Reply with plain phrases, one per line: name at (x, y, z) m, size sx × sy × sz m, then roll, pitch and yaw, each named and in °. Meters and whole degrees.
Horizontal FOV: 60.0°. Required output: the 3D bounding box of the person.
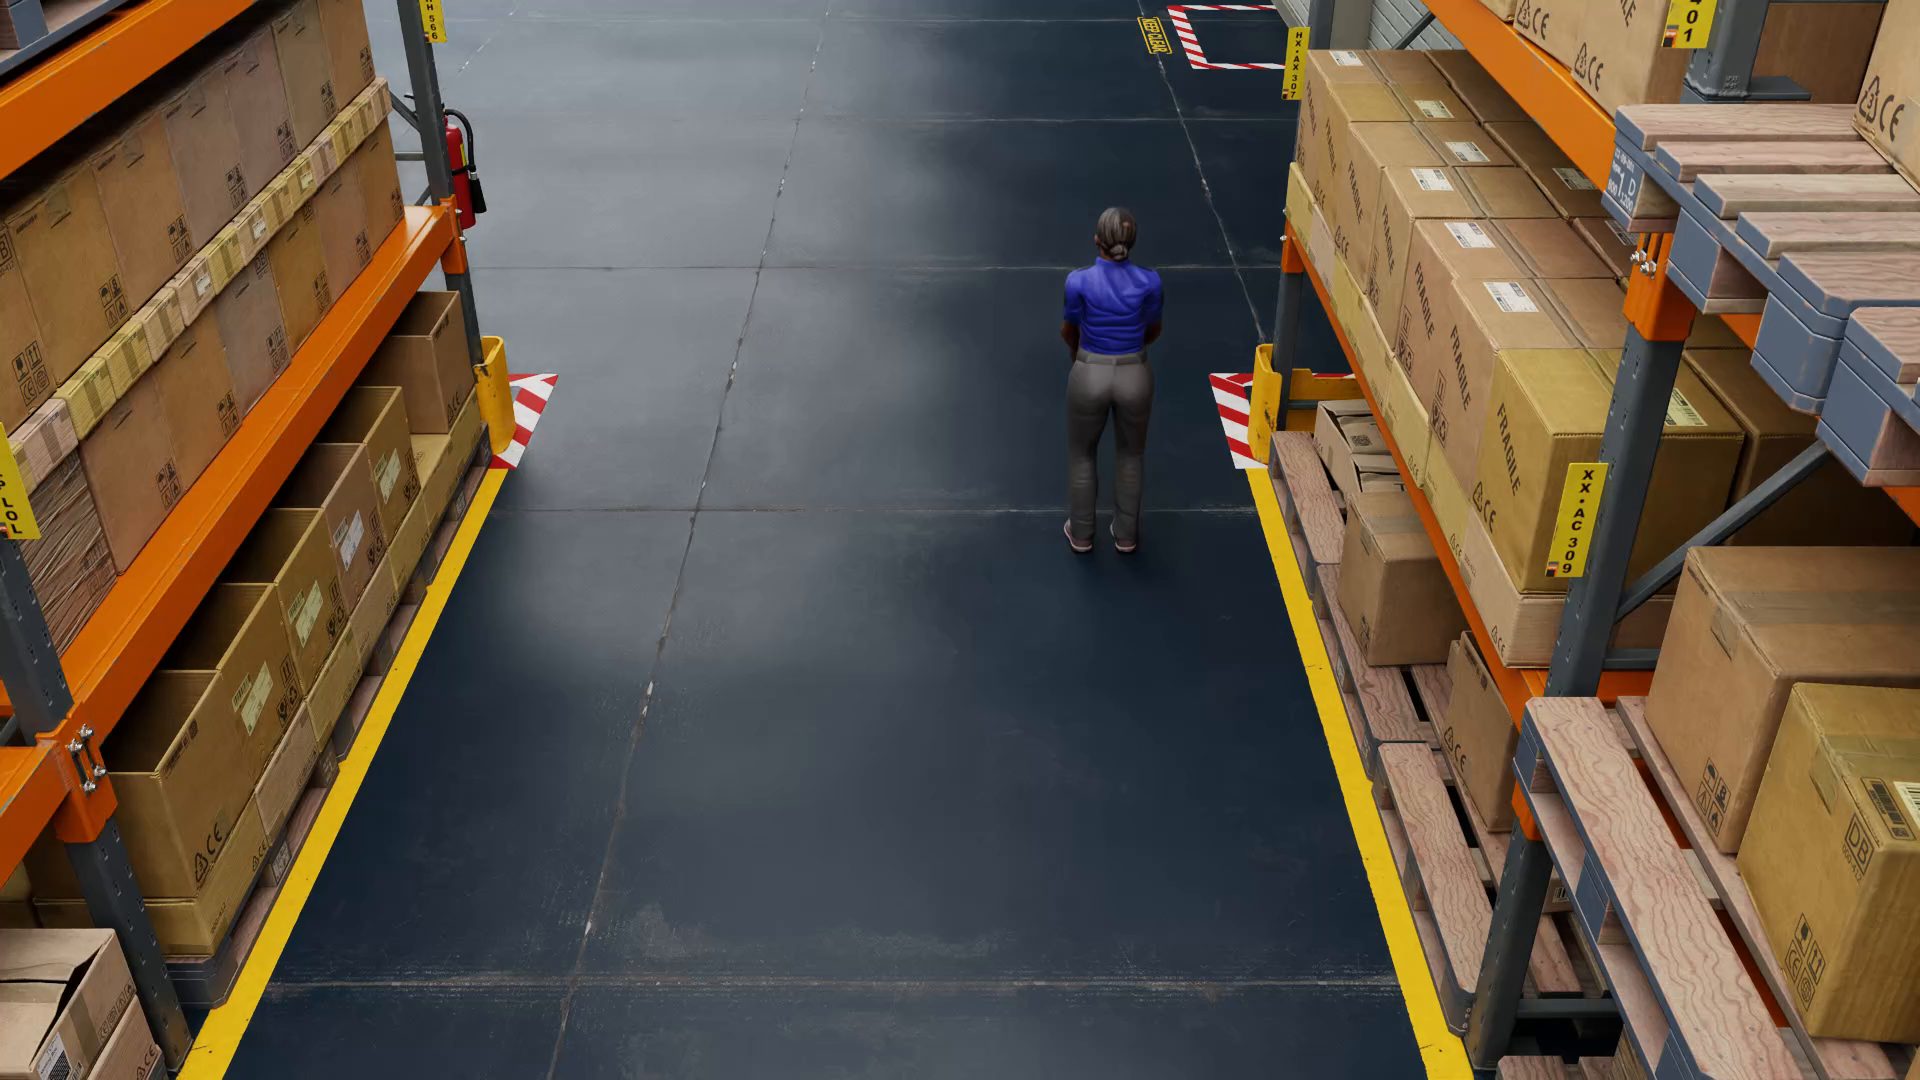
person at (0.649, -0.713, 7.303) m, size 0.441 × 1.656 × 0.501 m, roll 0°, pitch 32°, yaw -1°
